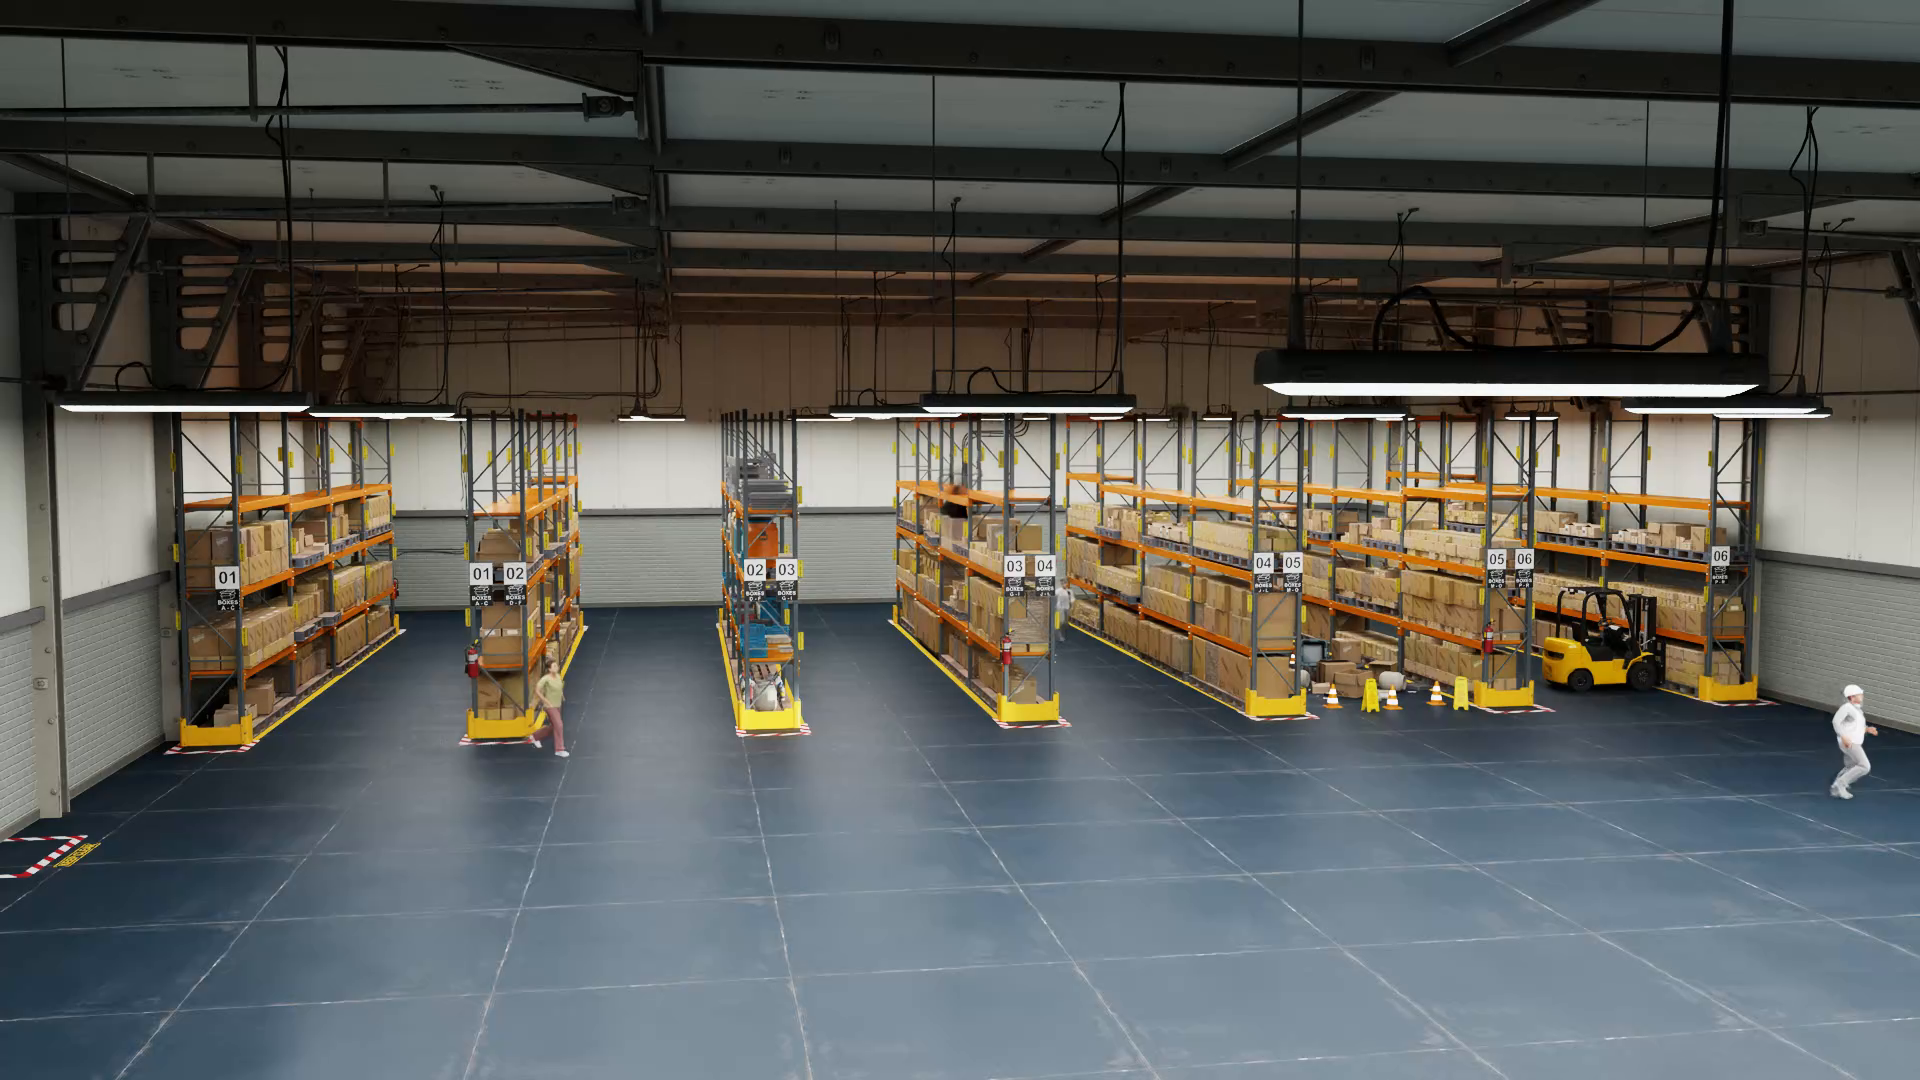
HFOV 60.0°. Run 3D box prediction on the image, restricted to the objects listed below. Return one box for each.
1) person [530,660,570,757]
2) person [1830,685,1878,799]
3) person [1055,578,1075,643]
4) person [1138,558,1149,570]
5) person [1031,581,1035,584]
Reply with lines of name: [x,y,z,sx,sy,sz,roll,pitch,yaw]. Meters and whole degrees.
person: [-7.080,2.880,28.678,0.840,1.662,0.578,2,4,24]
person: [13.625,3.079,25.332,0.617,1.744,0.667,3,5,34]
person: [2.725,1.841,43.645,0.572,1.714,0.771,-1,4,-14]
person: [5.376,1.344,50.276,0.686,1.799,0.715,-1,4,-8]
person: [1.849,1.517,48.093,0.705,1.719,0.610,1,4,12]
